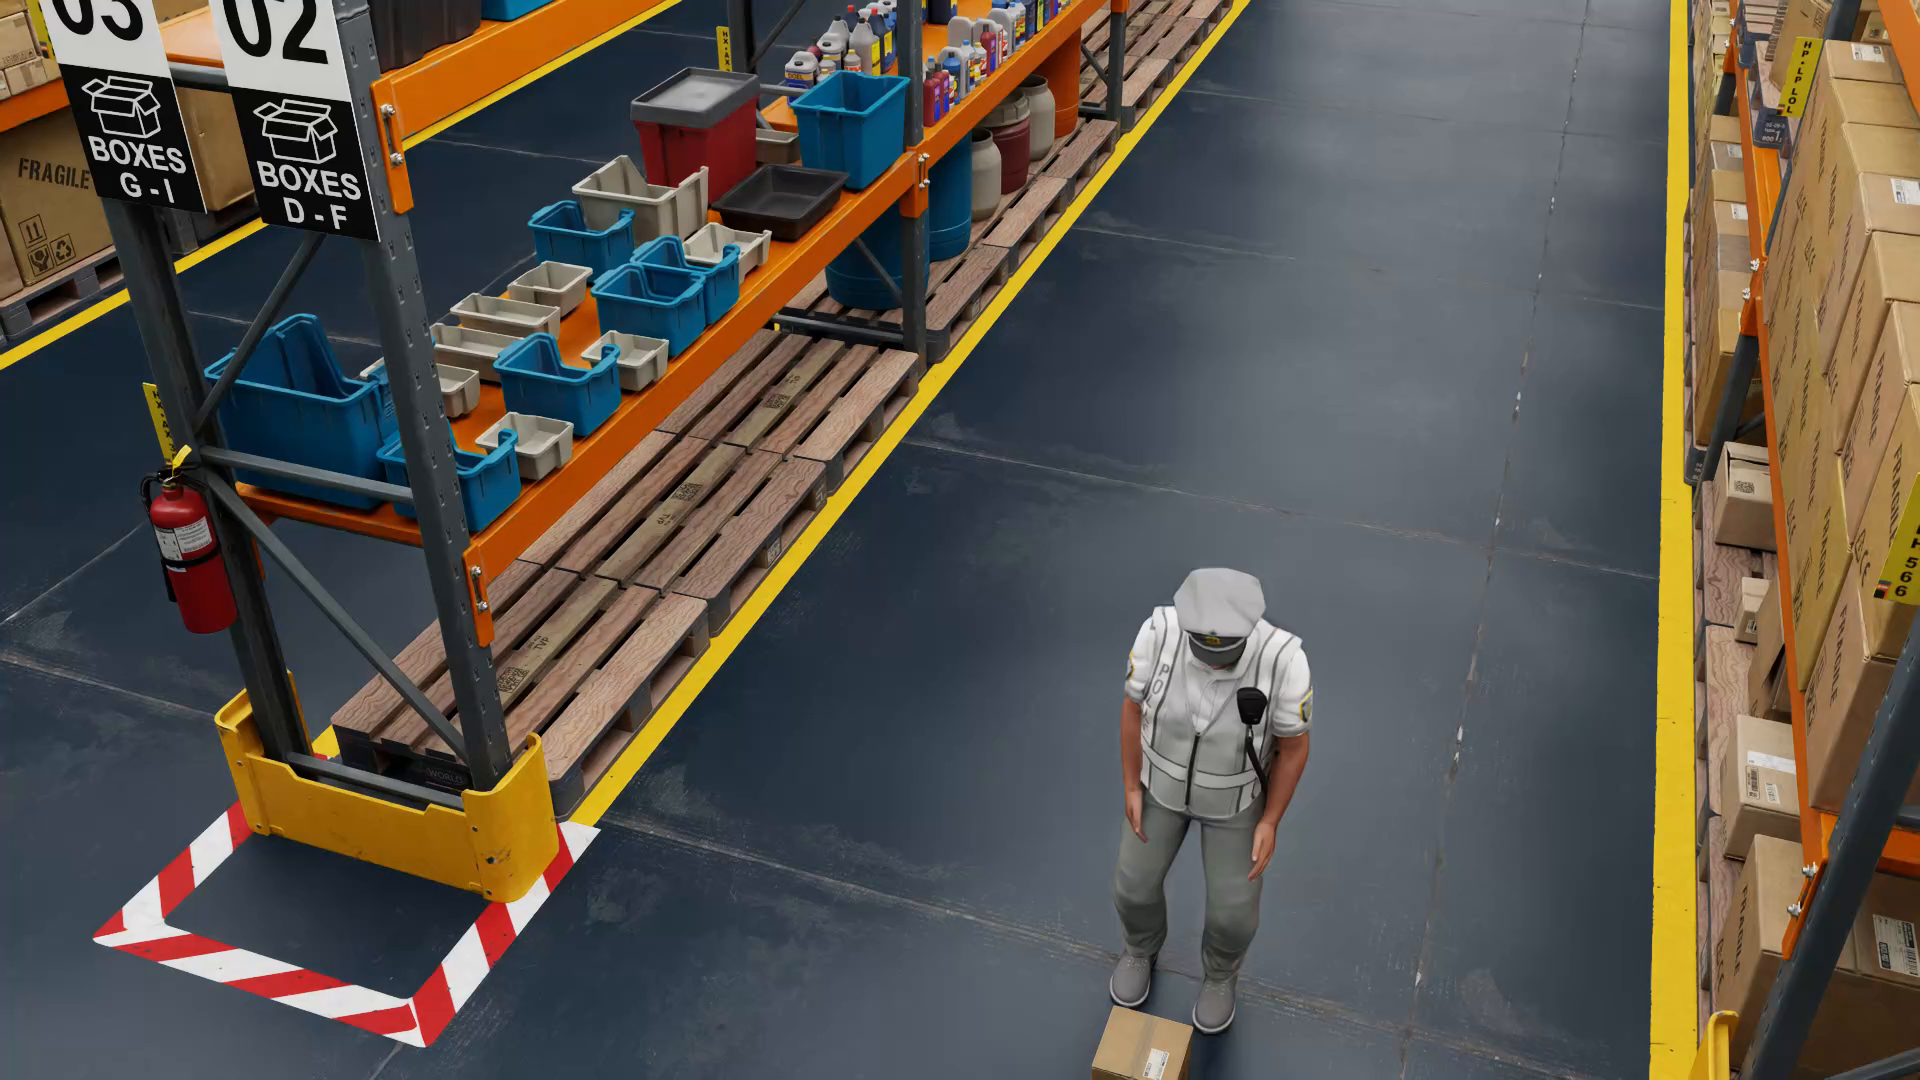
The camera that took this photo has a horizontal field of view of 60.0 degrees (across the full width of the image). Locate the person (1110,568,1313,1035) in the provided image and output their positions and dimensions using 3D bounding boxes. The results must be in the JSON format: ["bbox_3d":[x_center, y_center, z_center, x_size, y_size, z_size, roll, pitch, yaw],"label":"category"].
[{"bbox_3d":[0.745,0.768,5.021,0.561,1.690,0.517,12,35,18],"label":"person"}]
